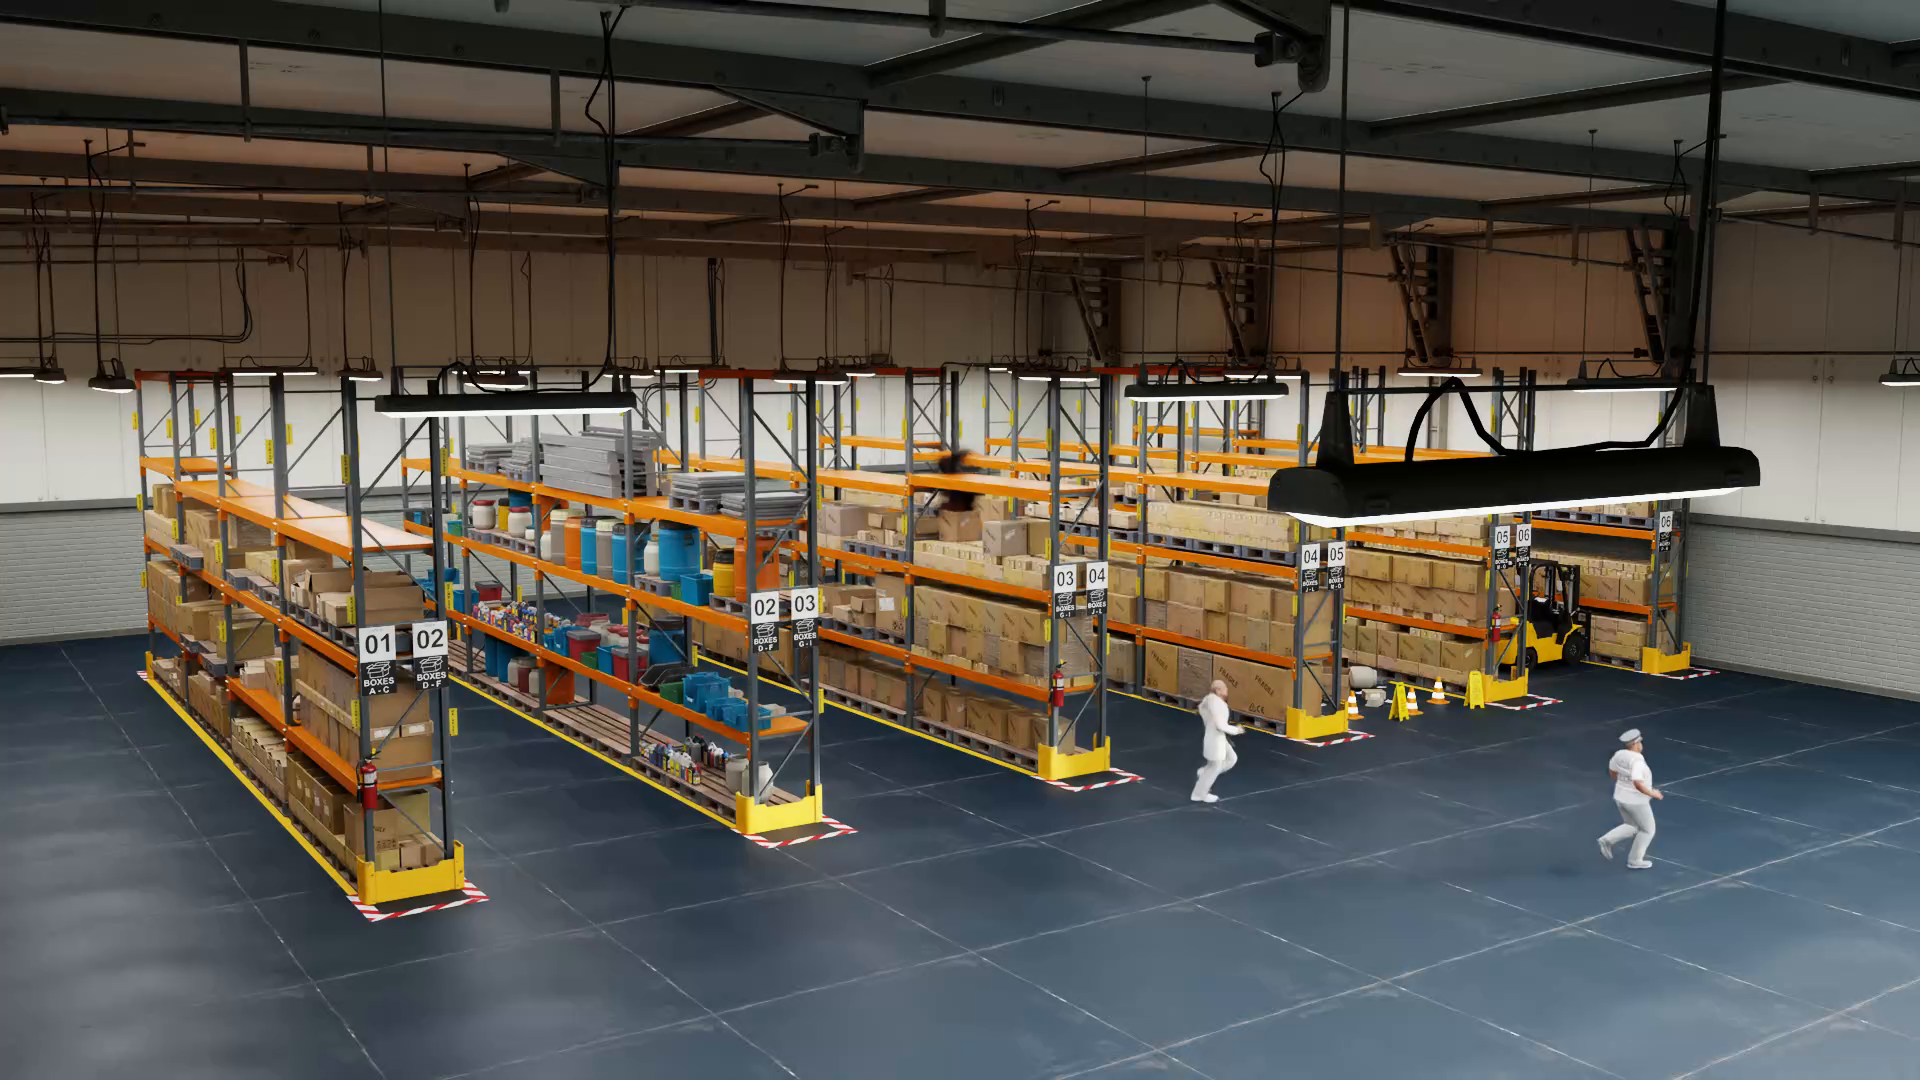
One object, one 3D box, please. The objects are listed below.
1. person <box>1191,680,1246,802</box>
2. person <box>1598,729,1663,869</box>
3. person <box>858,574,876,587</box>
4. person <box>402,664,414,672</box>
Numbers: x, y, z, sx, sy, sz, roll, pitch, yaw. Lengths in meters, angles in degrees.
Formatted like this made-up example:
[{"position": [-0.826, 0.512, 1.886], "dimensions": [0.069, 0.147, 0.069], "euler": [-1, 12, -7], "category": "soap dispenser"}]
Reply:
[{"position": [3.651, 2.821, 23.478], "dimensions": [0.753, 1.731, 0.732], "euler": [1, 6, 7], "category": "person"}, {"position": [8.213, 3.171, 20.381], "dimensions": [0.645, 1.733, 0.664], "euler": [-1, 7, -10], "category": "person"}, {"position": [-2.406, 0.737, 42.028], "dimensions": [0.675, 1.778, 0.724], "euler": [3, 7, 25], "category": "person"}, {"position": [-9.605, 2.238, 28.603], "dimensions": [0.677, 1.795, 0.682], "euler": [-6, 9, -42], "category": "person"}]
